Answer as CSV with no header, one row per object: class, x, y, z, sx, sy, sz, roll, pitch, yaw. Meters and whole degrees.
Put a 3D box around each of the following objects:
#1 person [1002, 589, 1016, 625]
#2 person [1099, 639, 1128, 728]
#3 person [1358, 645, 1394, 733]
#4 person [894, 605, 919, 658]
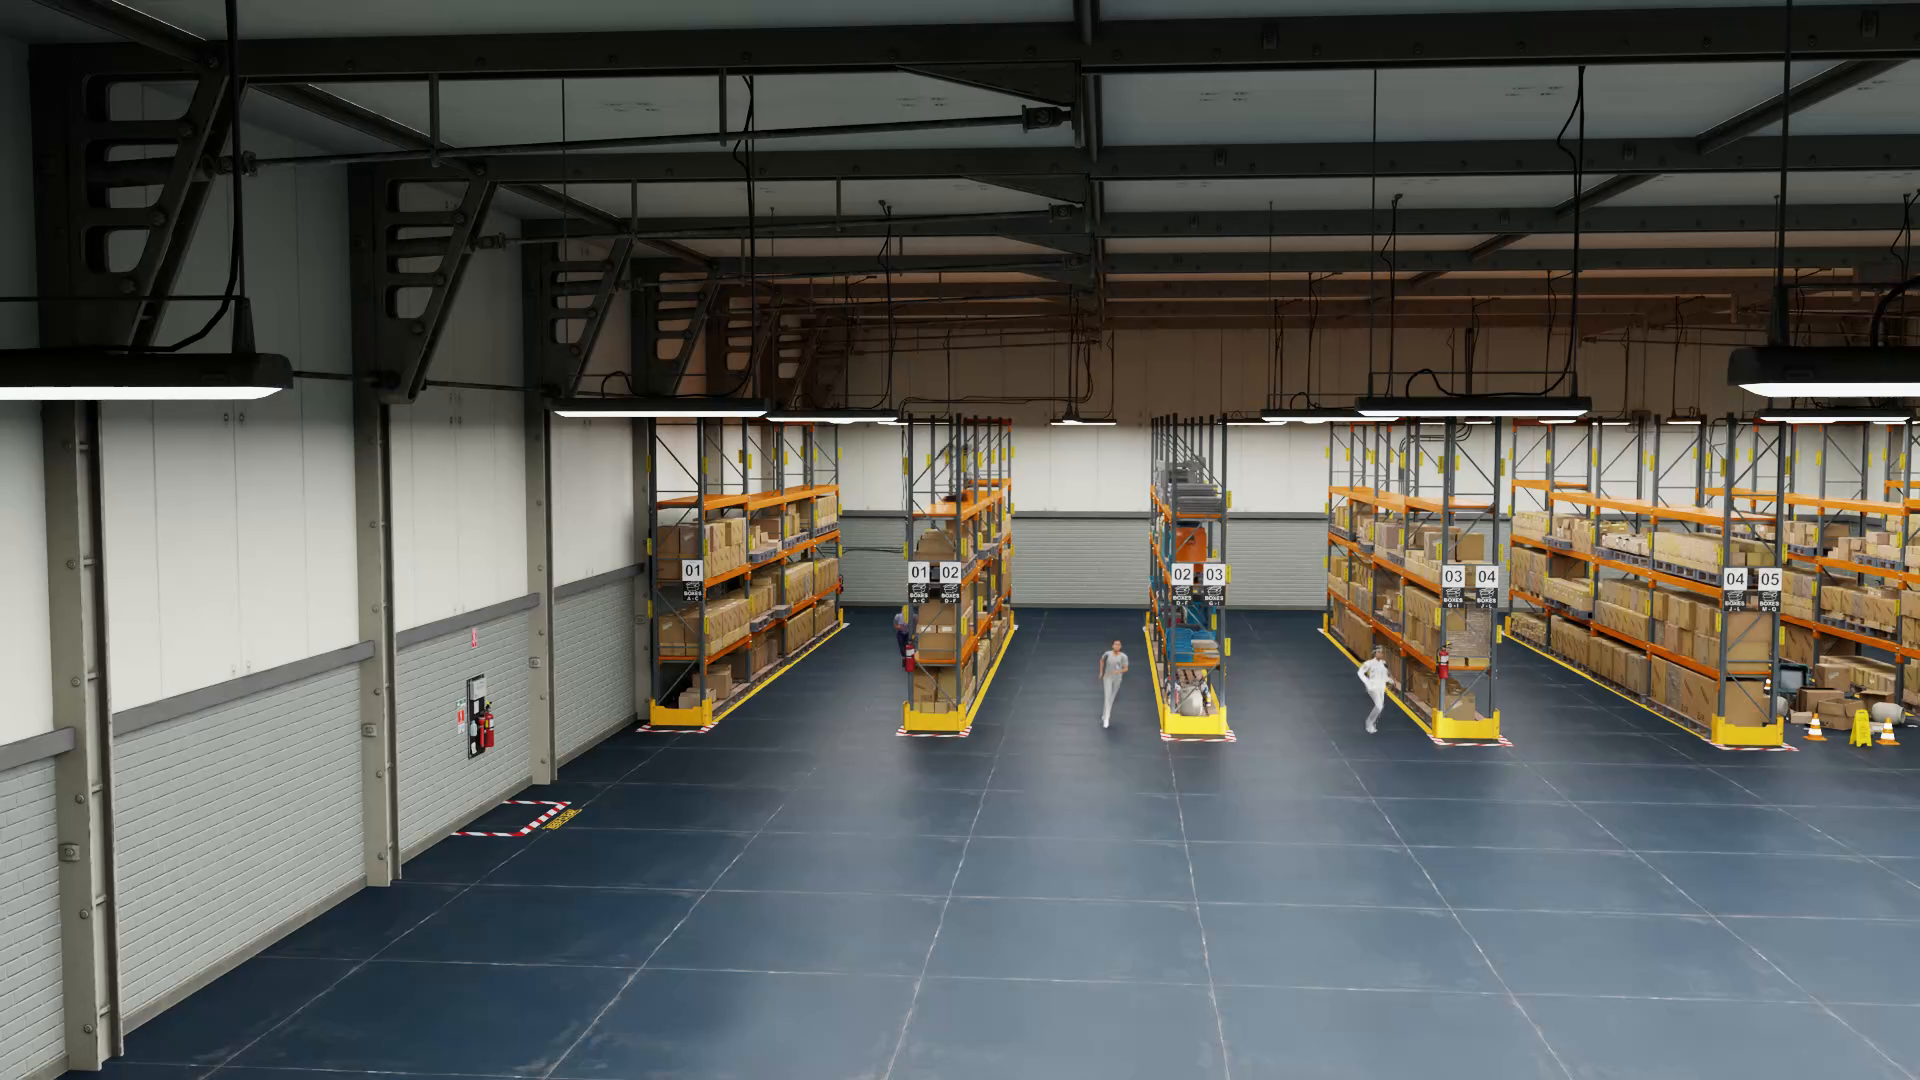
person,1.236,1.672,48.397,0.809,1.596,0.568,1,4,20
person,2.964,2.734,32.063,0.552,1.675,0.853,0,4,3
person,7.810,2.790,31.078,0.587,1.666,0.605,-2,4,-28
person,-1.270,2.299,39.294,0.593,1.572,0.713,0,4,4
